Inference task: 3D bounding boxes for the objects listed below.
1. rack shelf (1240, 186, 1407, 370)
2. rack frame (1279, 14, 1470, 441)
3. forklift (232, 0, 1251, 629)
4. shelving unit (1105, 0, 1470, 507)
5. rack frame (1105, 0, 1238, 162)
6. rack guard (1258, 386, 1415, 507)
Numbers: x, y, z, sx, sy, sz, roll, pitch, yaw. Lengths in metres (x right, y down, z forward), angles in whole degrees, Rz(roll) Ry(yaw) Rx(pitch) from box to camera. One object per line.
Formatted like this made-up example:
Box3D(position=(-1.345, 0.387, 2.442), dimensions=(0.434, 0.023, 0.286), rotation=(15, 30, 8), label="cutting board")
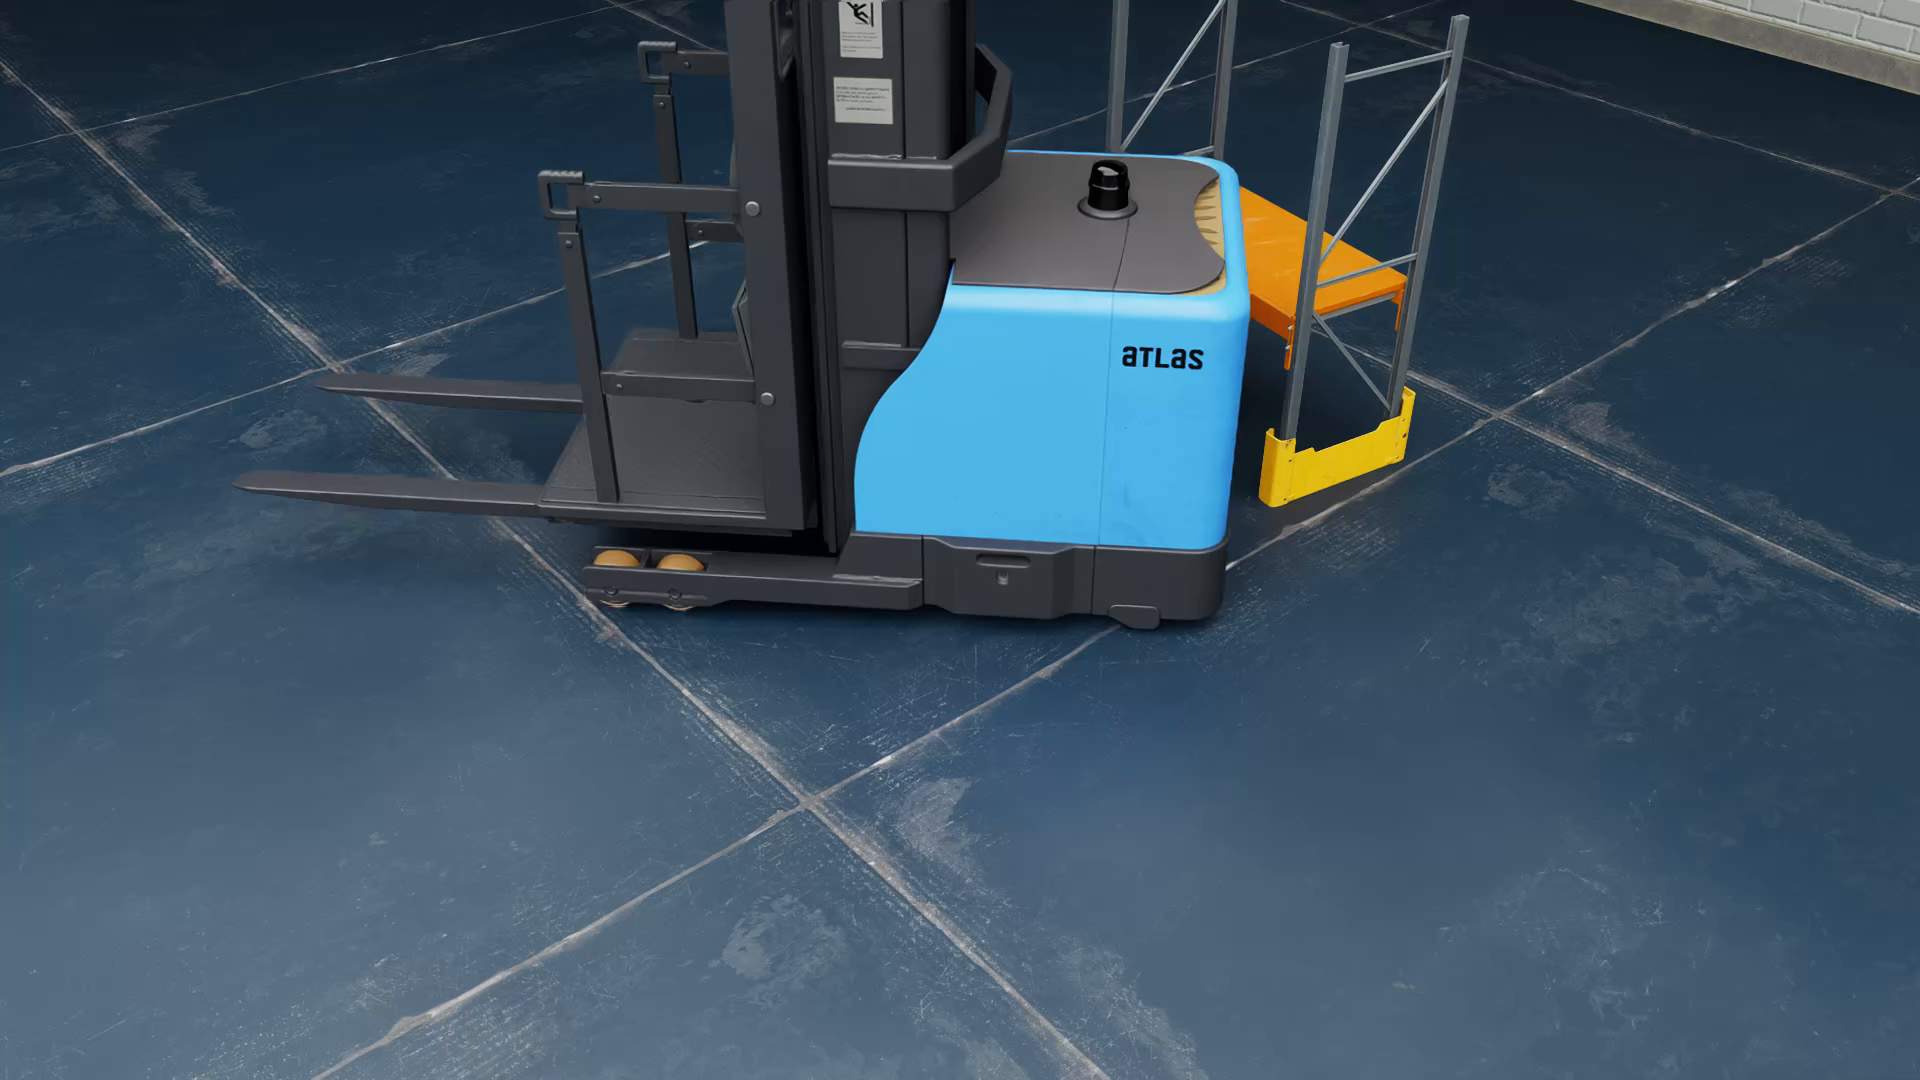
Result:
Box3D(position=(0.980, -0.926, 5.572), dimensions=(0.538, 0.185, 1.000), rotation=(-19, 40, -25), label="rack shelf")
Box3D(position=(1.243, -0.822, 5.112), dimensions=(0.500, 1.500, 0.032), rotation=(-19, 40, -25), label="rack frame")
Box3D(position=(-0.697, -1.288, 4.533), dimensions=(3.031, 2.935, 1.130), rotation=(3, 35, 5), label="forklift")
Box3D(position=(0.985, -1.069, 5.461), dimensions=(0.587, 1.500, 1.083), rotation=(-19, 40, -25), label="shelving unit")
Box3D(position=(0.718, -1.325, 5.823), dimensions=(0.500, 1.500, 0.032), rotation=(-19, 40, -25), label="rack frame")
Box3D(position=(1.242, -0.312, 5.474), dimensions=(0.587, 0.250, 0.087), rotation=(-19, 40, -25), label="rack guard")
